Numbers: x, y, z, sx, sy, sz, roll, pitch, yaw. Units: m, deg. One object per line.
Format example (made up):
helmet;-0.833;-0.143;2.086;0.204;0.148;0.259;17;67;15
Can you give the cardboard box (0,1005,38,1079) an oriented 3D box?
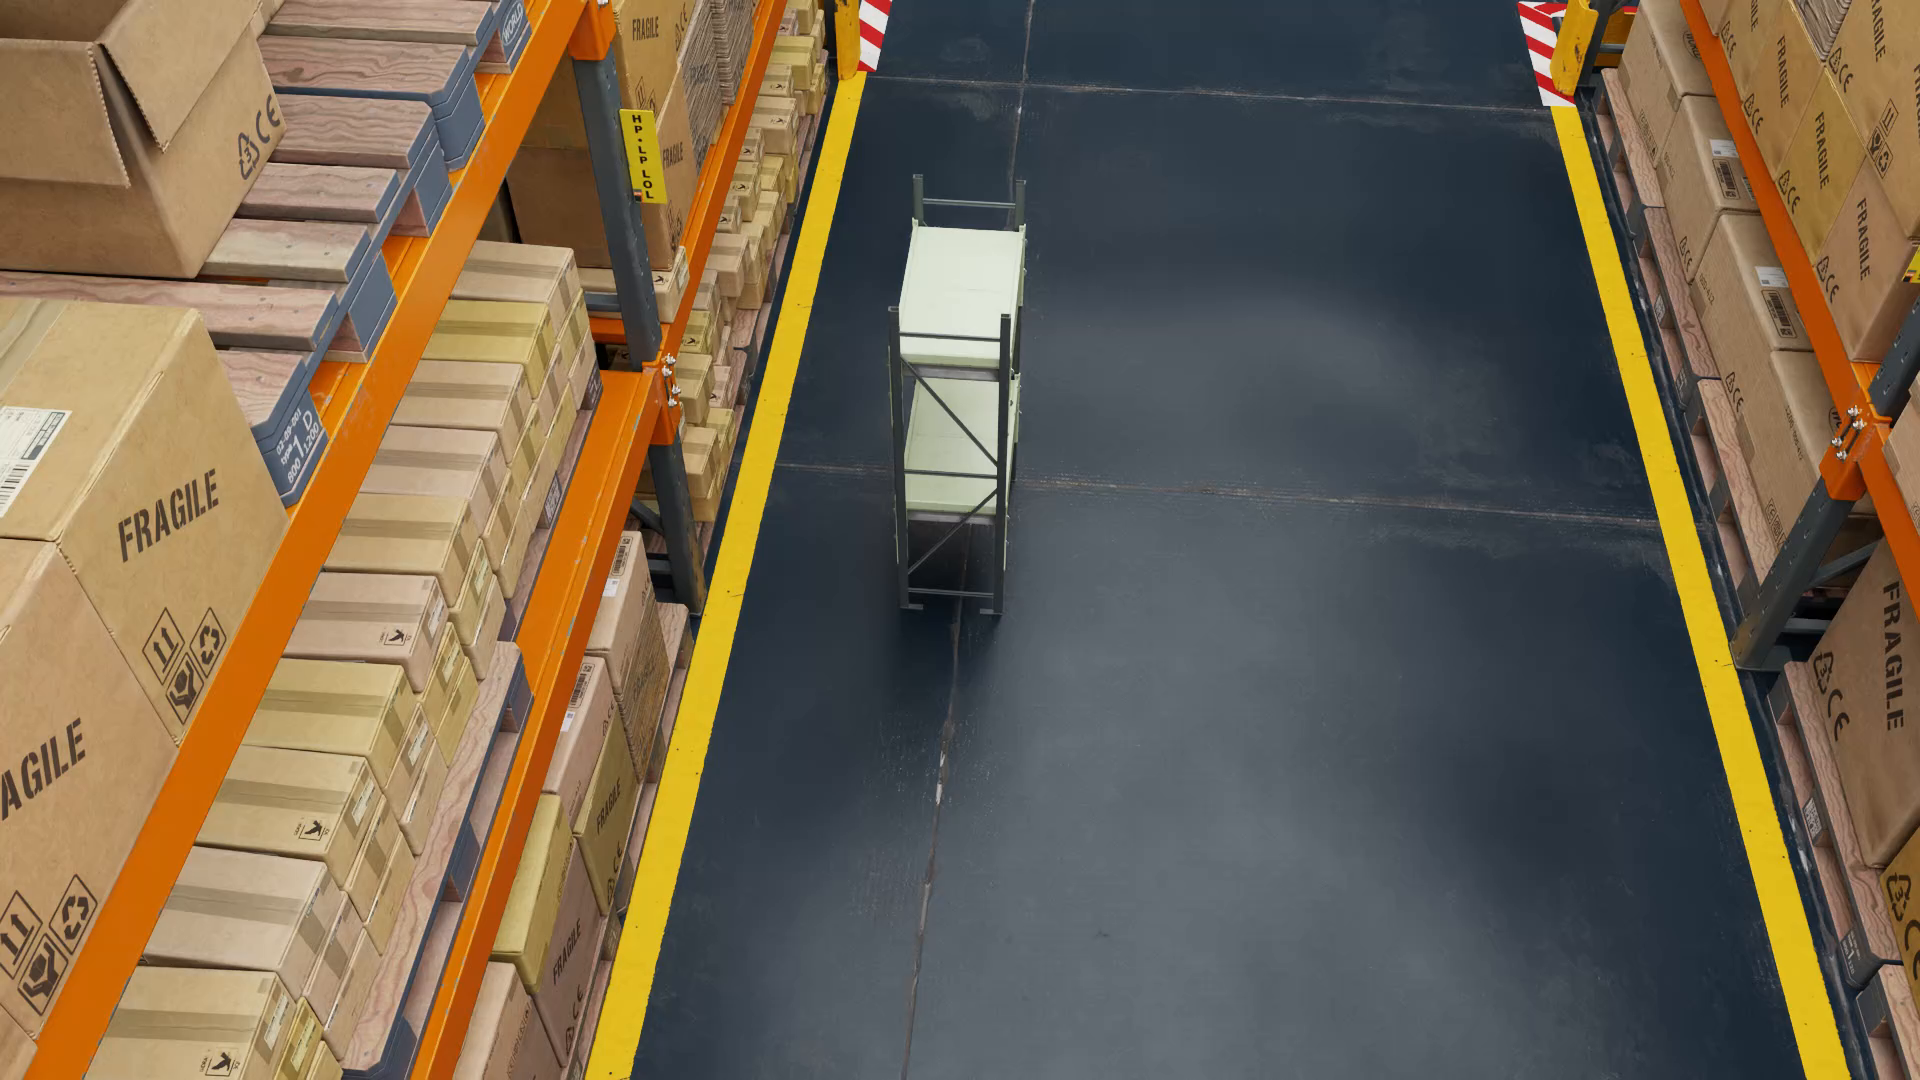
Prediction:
cardboard box;-1.547;0.702;1.974;0.500;0.500;0.500;4;48;4

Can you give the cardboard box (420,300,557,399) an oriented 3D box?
cardboard box;-1.365;-0.541;4.695;0.380;0.149;0.250;3;48;2

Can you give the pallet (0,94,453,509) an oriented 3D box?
pallet;-1.753;-0.529;3.296;1.213;0.211;1.003;4;48;4

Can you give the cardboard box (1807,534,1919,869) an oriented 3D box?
cardboard box;3.462;0.506;5.410;0.875;0.875;0.875;5;48;5

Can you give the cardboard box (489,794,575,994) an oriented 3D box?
cardboard box;-1.410;0.990;4.713;0.500;0.250;0.500;2;48;2

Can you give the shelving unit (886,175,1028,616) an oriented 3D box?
shelving unit;-0.001;-0.501;6.192;0.431;1.500;0.755;4;48;4

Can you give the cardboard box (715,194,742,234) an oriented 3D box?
cardboard box;-1.155;-1.377;7.221;0.380;0.149;0.250;2;48;2

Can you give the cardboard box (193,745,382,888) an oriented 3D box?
cardboard box;-1.511;0.600;3.651;0.380;0.149;0.250;5;48;5

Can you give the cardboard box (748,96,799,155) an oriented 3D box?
cardboard box;-0.964;-1.936;7.732;0.380;0.149;0.250;5;48;5

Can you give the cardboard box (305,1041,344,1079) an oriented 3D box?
cardboard box;-1.550;1.184;3.520;0.380;0.149;0.250;6;48;5

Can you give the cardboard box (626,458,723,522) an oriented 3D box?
cardboard box;-1.146;-0.215;6.561;0.380;0.149;0.250;2;48;2

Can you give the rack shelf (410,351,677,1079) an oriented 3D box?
rack shelf;-1.682;0.923;4.360;1.077;0.370;4.000;4;48;4

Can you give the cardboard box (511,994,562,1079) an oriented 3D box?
cardboard box;-1.461;1.602;4.661;0.500;0.500;0.500;3;48;3

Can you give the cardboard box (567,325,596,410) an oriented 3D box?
cardboard box;-1.339;-0.541;5.098;0.380;0.149;0.250;3;48;3

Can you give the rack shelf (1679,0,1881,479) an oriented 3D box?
rack shelf;3.621;-1.757;6.812;1.077;0.370;4.000;4;48;4

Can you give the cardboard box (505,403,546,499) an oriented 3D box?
cardboard box;-1.387;-0.265;4.644;0.380;0.149;0.250;6;48;5

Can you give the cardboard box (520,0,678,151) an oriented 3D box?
cardboard box;-1.216;-1.576;5.212;0.500;0.500;0.500;5;48;4

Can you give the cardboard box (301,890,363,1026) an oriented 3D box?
cardboard box;-1.530;0.887;3.590;0.380;0.149;0.250;4;48;4

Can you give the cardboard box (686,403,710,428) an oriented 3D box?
cardboard box;-1.214;-0.506;6.626;0.380;0.149;0.250;4;48;4

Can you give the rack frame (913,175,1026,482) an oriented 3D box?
rack frame;0.033;-0.770;6.438;0.400;1.500;0.023;4;48;4

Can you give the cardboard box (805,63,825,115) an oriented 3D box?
cardboard box;-0.898;-2.312;8.479;0.380;0.149;0.250;5;48;5

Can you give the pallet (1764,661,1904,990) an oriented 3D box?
pallet;3.444;0.983;5.708;1.003;0.211;1.213;4;48;4

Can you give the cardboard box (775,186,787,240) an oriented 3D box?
cardboard box;-1.023;-1.550;7.782;0.380;0.149;0.250;5;48;4

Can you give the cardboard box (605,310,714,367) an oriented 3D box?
cardboard box;-1.204;-0.796;6.690;0.380;0.149;0.250;3;48;3

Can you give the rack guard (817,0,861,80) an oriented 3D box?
rack guard;-1.142;-2.829;8.999;1.175;0.500;0.348;4;48;4

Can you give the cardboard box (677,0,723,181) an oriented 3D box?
cardboard box;-1.165;-1.634;5.943;0.500;0.500;0.500;4;48;4

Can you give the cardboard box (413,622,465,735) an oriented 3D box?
cardboard box;-1.456;0.328;4.101;0.380;0.149;0.250;4;48;4

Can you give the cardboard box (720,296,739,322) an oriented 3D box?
cardboard box;-1.152;-1.086;7.156;0.380;0.149;0.250;6;48;5

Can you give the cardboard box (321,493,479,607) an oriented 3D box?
cardboard box;-1.440;0.022;4.180;0.380;0.149;0.250;2;48;2

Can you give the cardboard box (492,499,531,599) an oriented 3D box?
cardboard box;-1.409;0.017;4.587;0.380;0.149;0.250;2;48;2

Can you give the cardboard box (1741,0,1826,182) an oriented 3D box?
cardboard box;3.300;-1.671;6.178;0.500;0.500;0.500;3;48;3

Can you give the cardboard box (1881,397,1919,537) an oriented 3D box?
cardboard box;3.136;-0.174;4.978;0.500;0.250;0.500;3;48;3

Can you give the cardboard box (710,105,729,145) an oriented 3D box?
cardboard box;-1.107;-1.665;6.410;0.380;0.149;0.250;5;48;4

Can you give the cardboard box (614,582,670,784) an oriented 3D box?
cardboard box;-1.316;0.473;5.694;0.500;0.500;0.500;3;48;3

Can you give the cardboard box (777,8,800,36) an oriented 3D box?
cardboard box;-1.011;-2.522;8.268;0.380;0.149;0.250;5;48;4

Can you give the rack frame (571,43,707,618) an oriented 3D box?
rack frame;-1.499;-0.789;5.439;1.000;3.000;0.127;4;48;4

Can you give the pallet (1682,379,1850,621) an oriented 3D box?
pallet;3.586;-0.143;6.738;1.003;0.211;1.213;4;48;4

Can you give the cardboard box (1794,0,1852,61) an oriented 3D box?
cardboard box;3.299;-2.014;5.814;0.500;0.500;0.500;4;48;4

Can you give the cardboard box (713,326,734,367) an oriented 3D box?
cardboard box;-1.178;-0.786;7.084;0.380;0.149;0.250;3;48;3

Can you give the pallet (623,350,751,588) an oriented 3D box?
pallet;-1.473;-0.344;6.922;1.003;0.211;1.213;4;48;4

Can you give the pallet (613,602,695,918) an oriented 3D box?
pallet;-1.569;0.724;5.945;1.003;0.211;1.213;4;48;4

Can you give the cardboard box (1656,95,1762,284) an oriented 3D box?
cardboard box;3.768;-1.582;7.616;0.875;0.438;0.875;5;48;5

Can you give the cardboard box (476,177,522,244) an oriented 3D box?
cardboard box;-1.737;-1.298;5.635;0.500;0.500;0.500;4;48;4

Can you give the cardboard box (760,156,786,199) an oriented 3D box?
cardboard box;-1.021;-1.651;7.673;0.380;0.149;0.250;6;48;5

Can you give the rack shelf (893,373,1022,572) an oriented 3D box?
rack shelf;-0.001;-0.281;6.433;0.431;0.370;0.720;4;48;4

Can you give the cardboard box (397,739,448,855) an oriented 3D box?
cardboard box;-1.478;0.612;4.043;0.380;0.149;0.250;2;48;2
